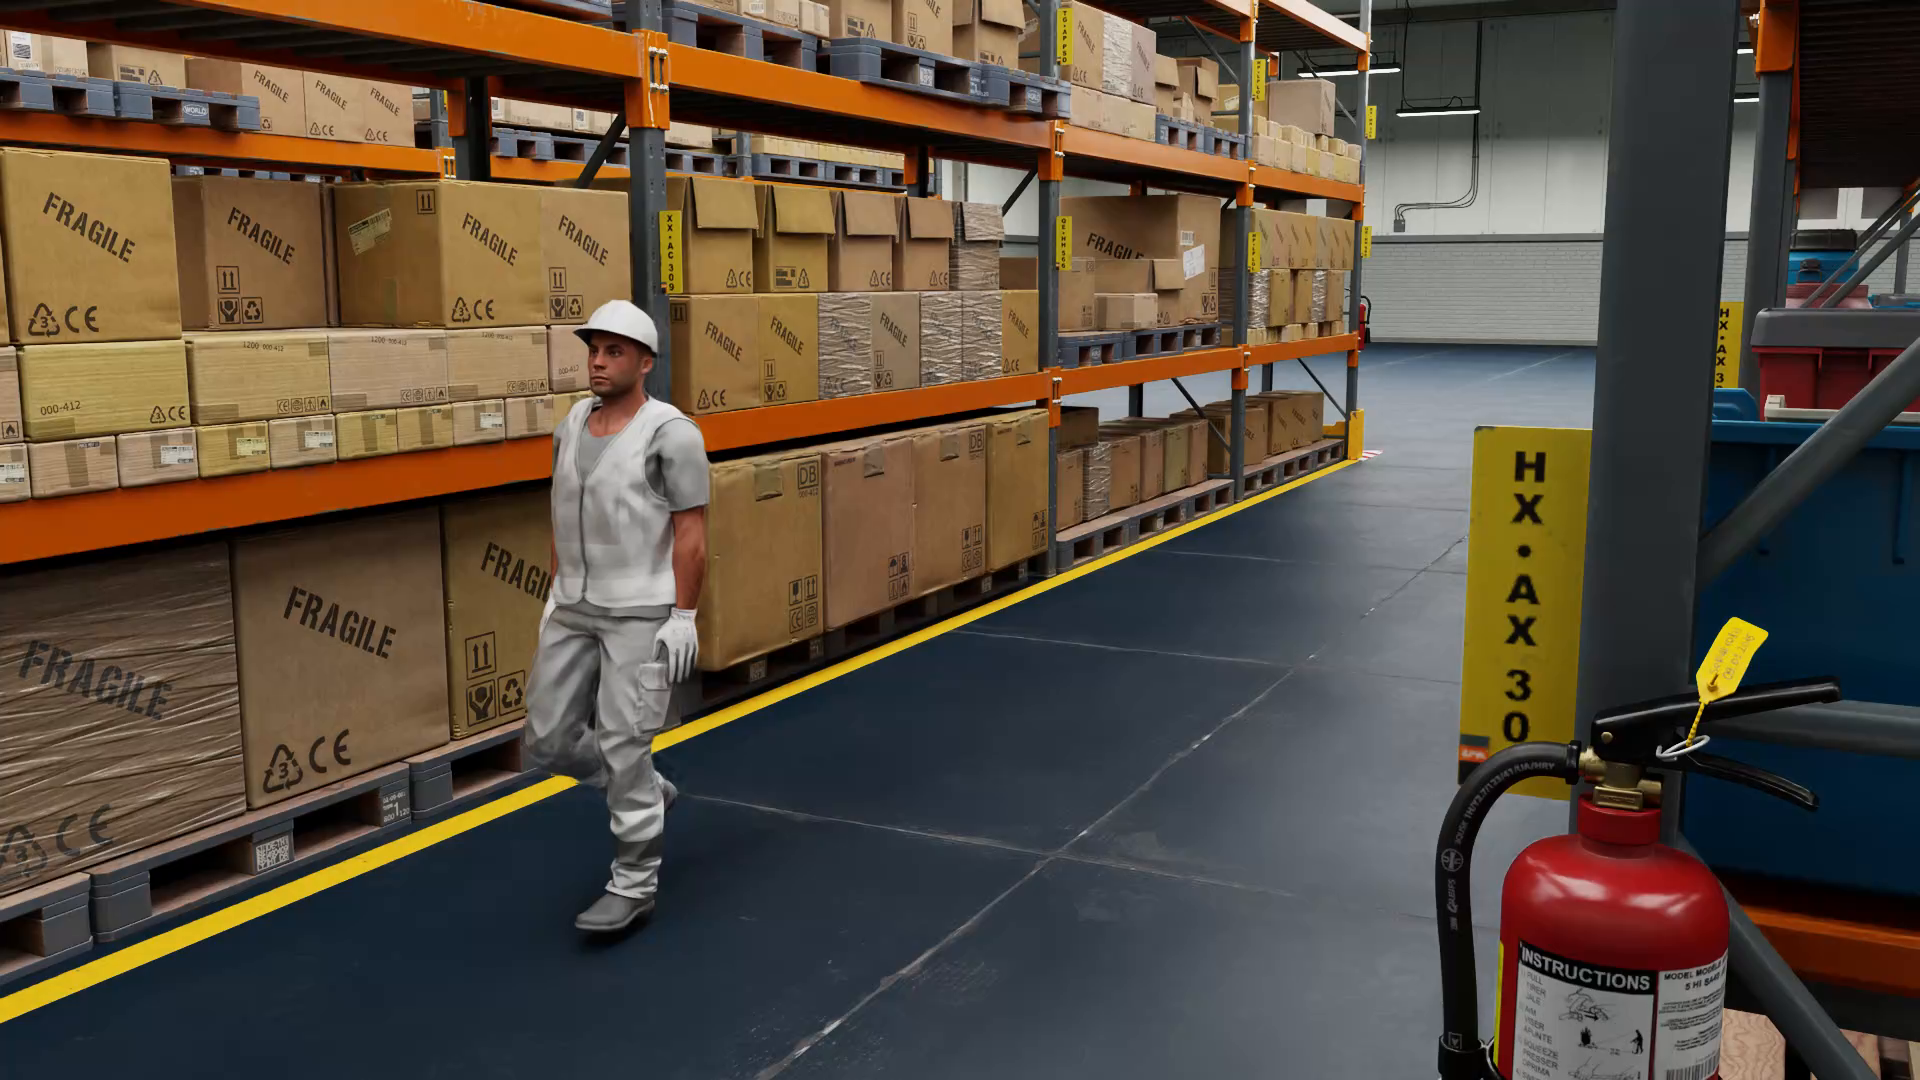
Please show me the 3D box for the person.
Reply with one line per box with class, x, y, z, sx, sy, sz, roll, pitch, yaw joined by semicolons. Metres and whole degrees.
person;-0.973;0.204;4.801;0.563;1.779;0.569;5;10;29
